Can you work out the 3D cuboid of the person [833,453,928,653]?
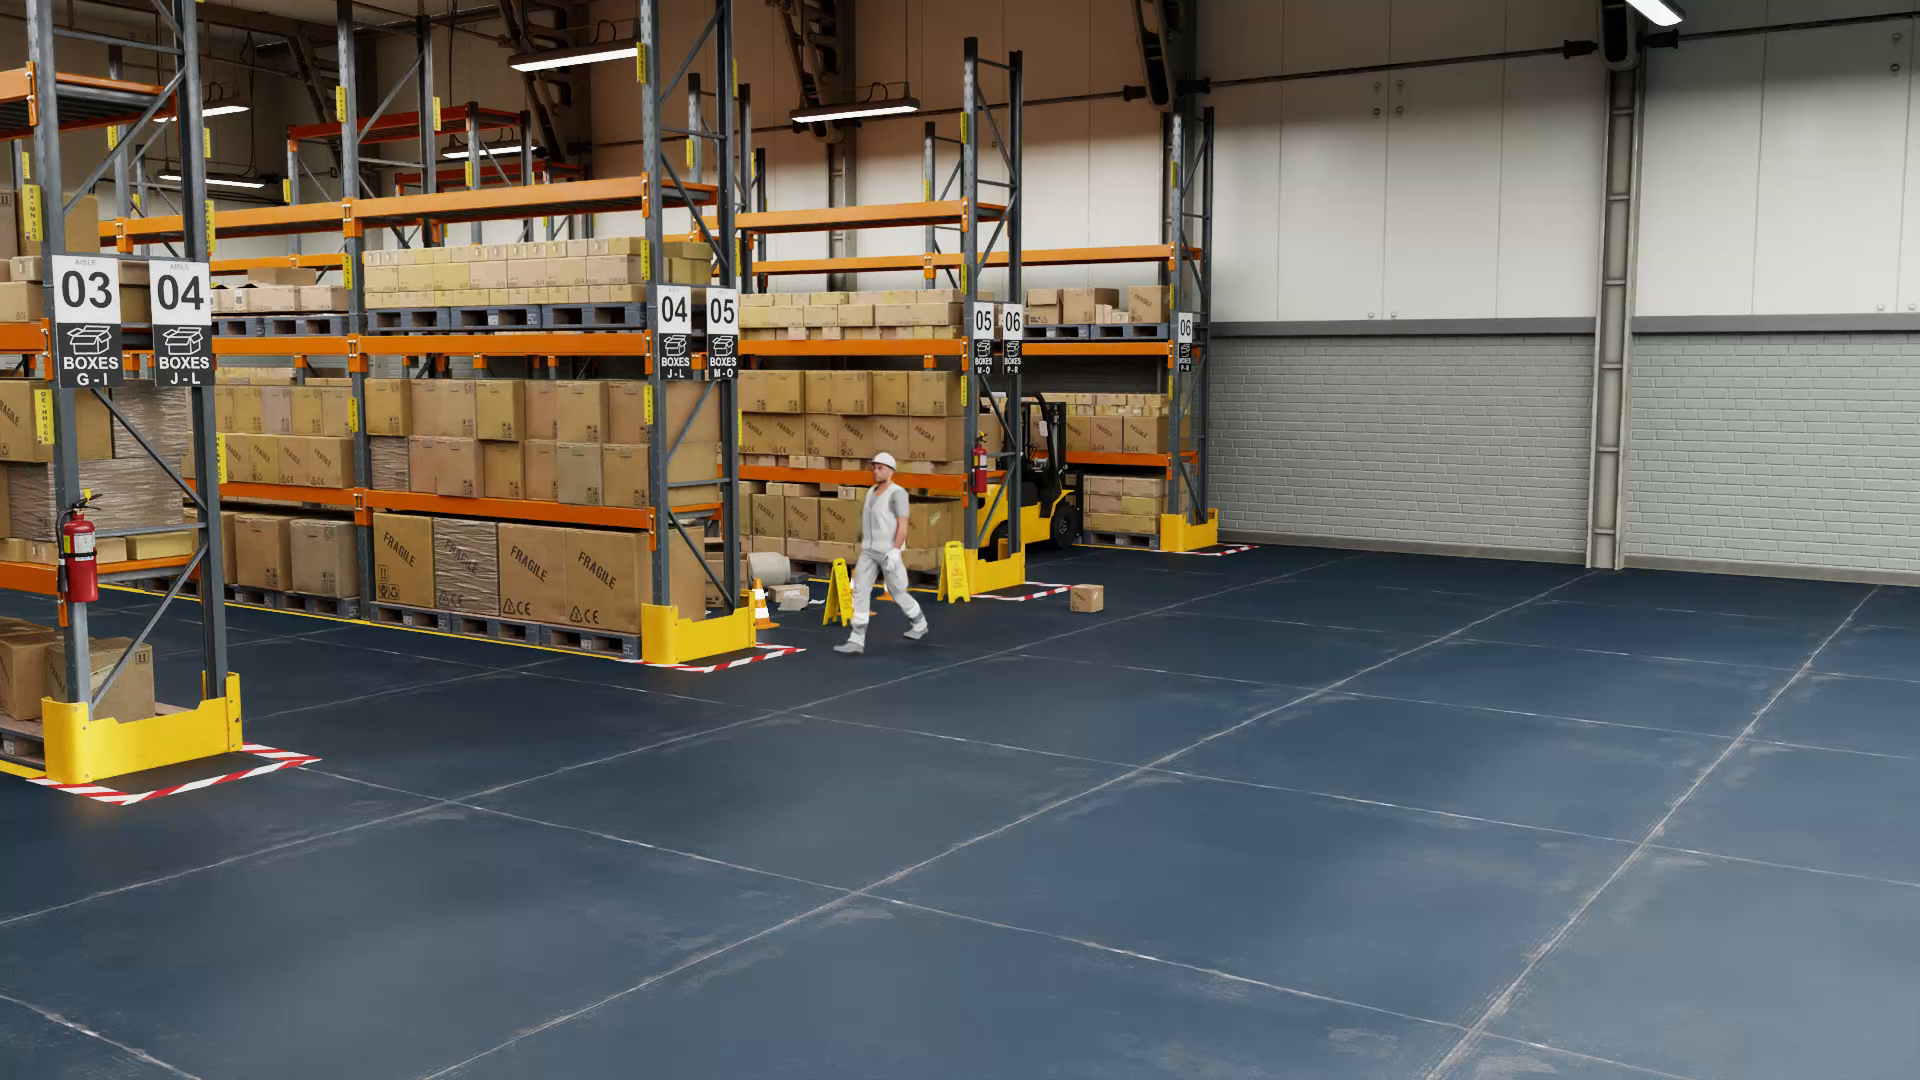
[{"bbox_3d":[-0.675,0.109,14.616,0.580,1.749,1.026,5,8,41],"label":"person"}]
